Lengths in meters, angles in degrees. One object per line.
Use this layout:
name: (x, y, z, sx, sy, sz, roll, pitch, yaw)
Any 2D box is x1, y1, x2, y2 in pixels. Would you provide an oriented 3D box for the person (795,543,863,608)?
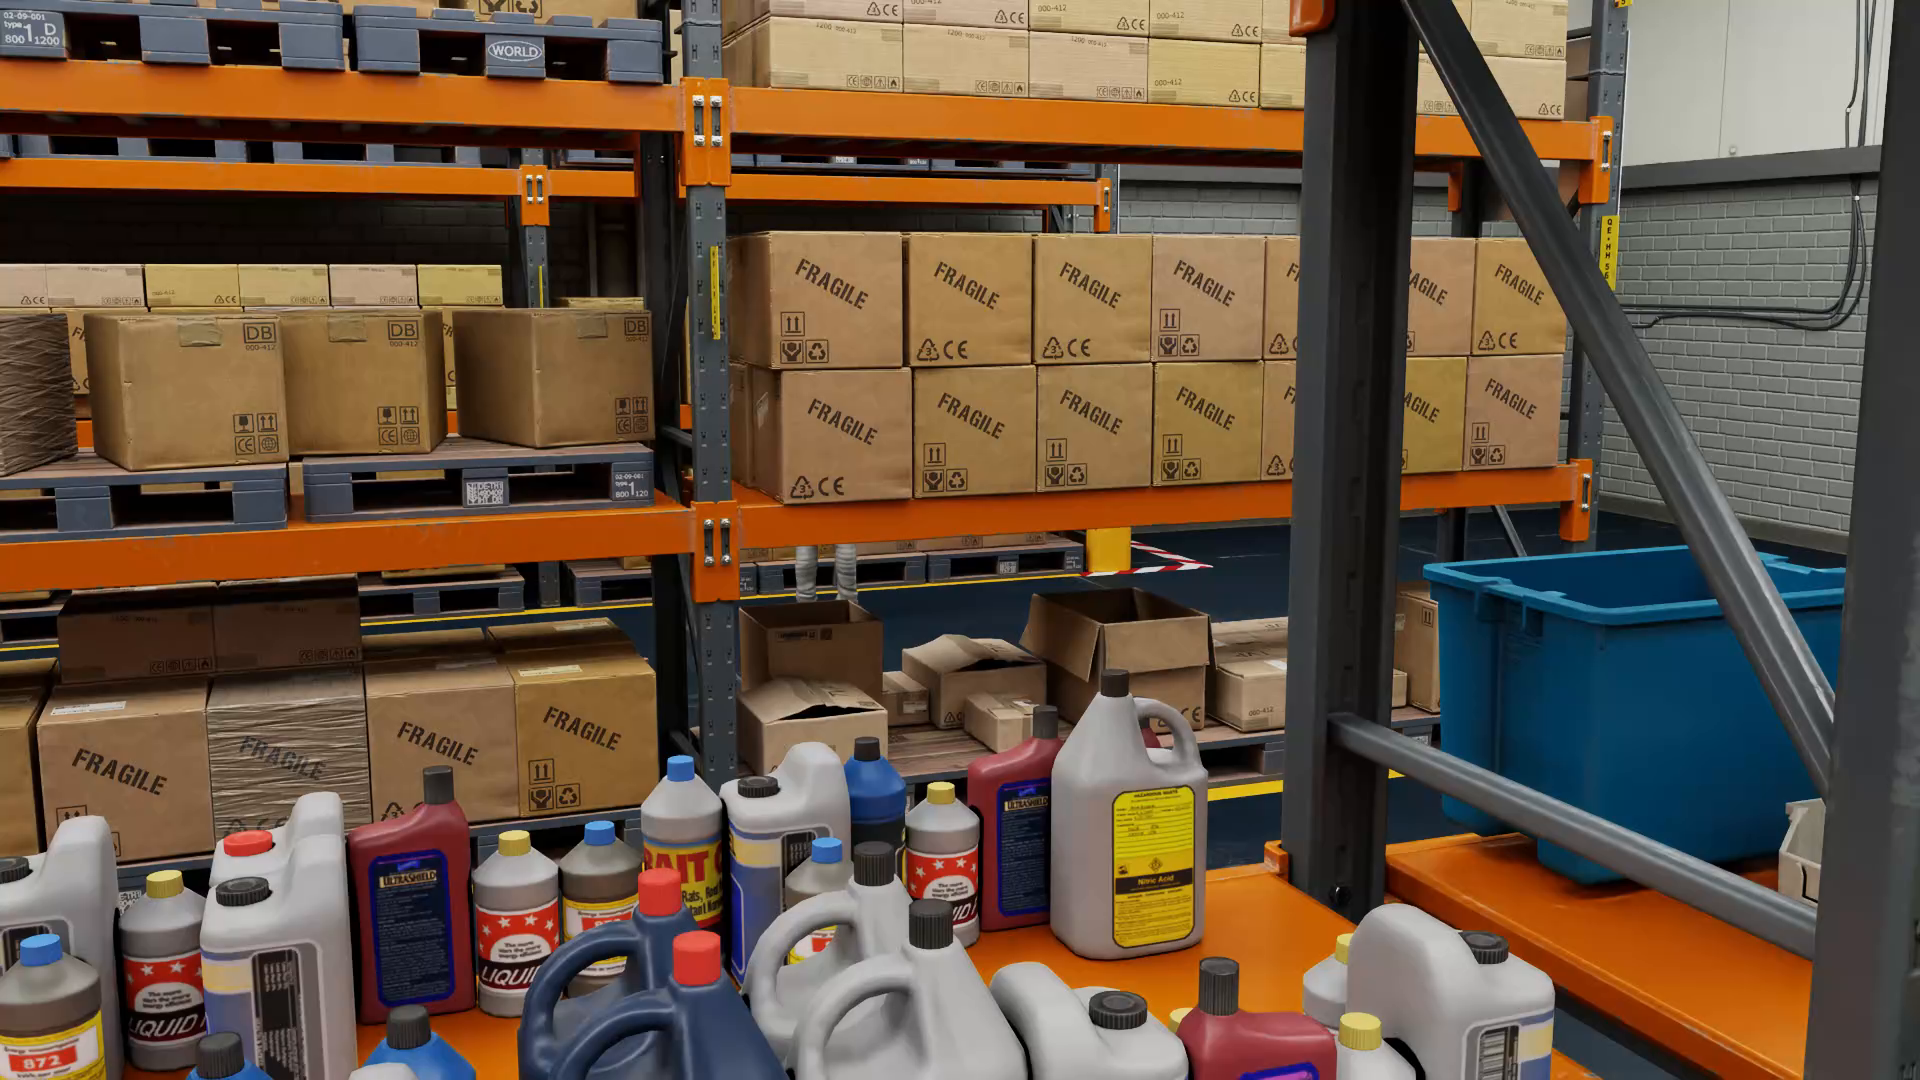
person: (-0.848, -0.327, 10.424, 0.480, 1.669, 0.393, 0, 9, -2)
